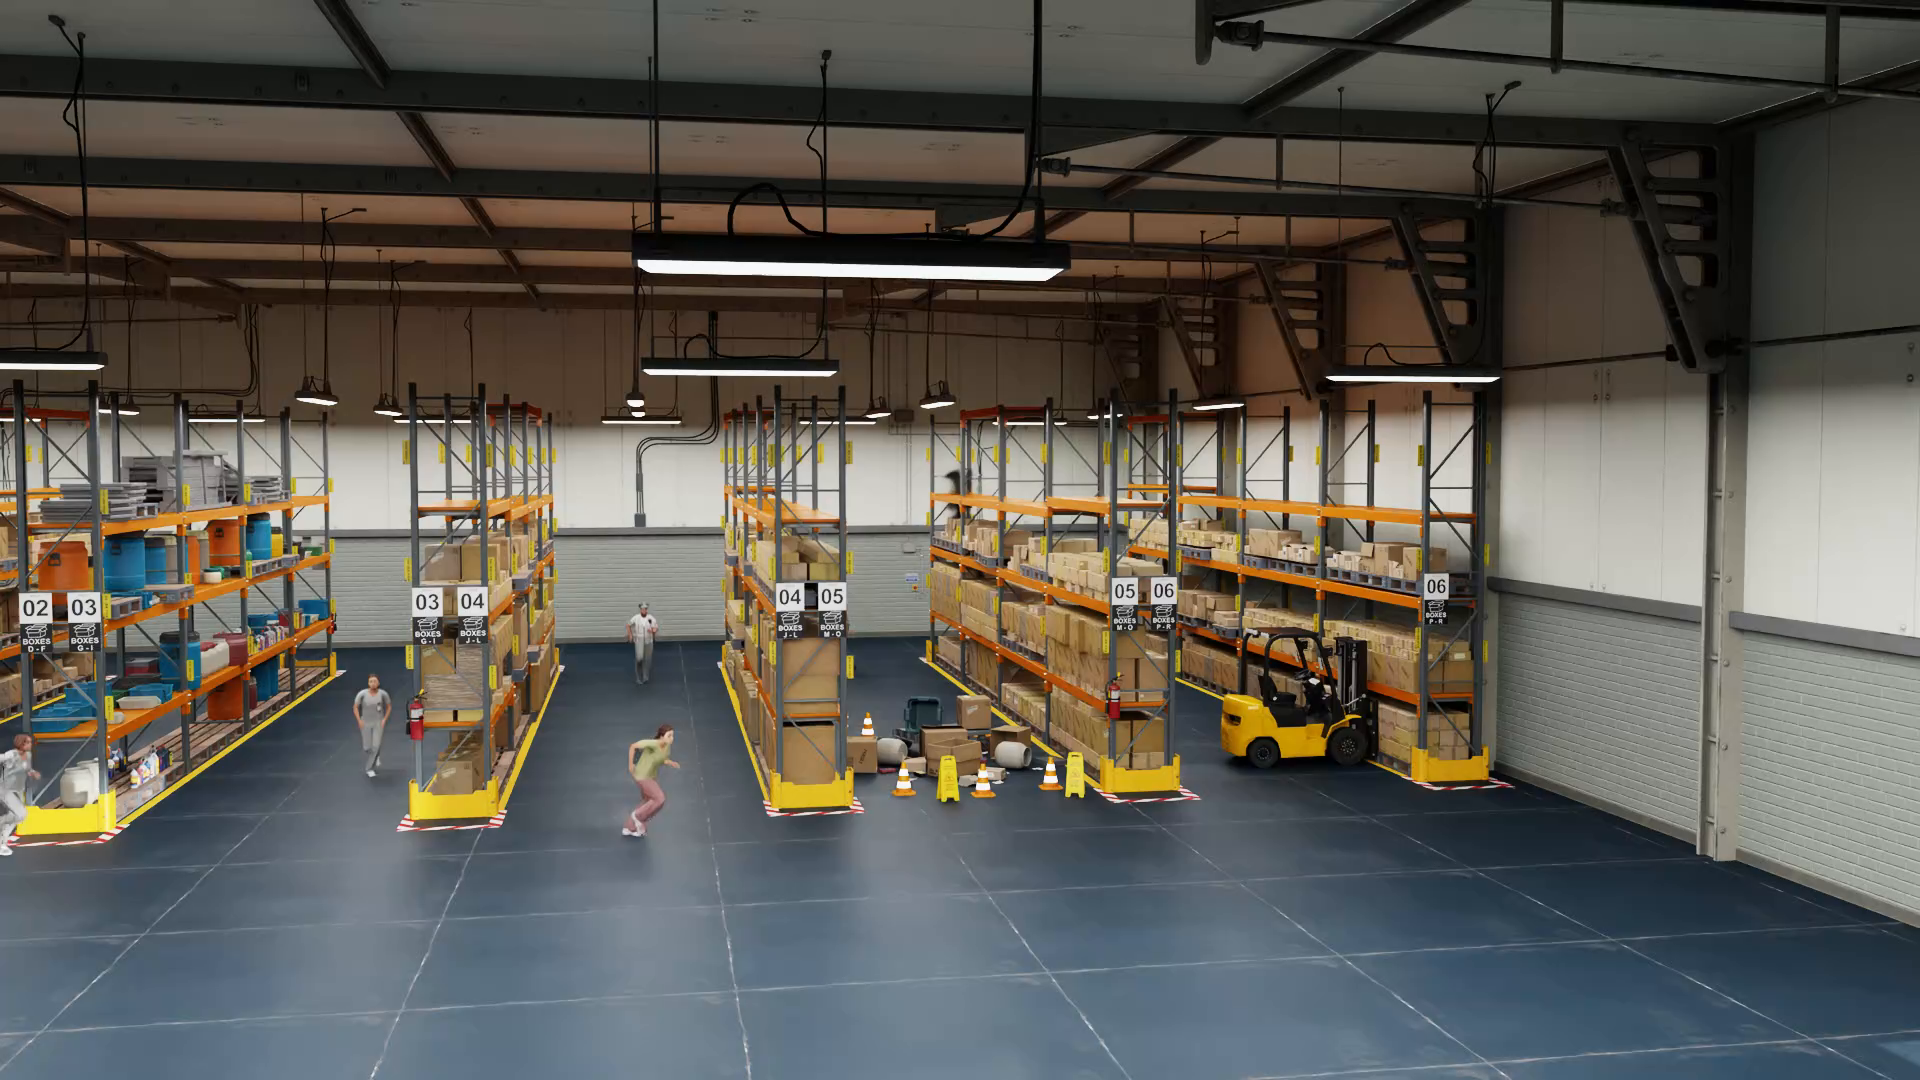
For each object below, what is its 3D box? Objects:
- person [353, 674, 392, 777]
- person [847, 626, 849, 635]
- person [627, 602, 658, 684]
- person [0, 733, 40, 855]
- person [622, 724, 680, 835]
[{"bbox_3d":[-9.200,2.888,26.060,0.561,1.612,0.499,-1,3,-16],"label":"person"},{"bbox_3d":[-2.960,2.244,38.794,0.737,1.634,0.538,0,3,2],"label":"person"},{"bbox_3d":[-6.961,2.275,36.556,0.653,1.819,0.720,-1,3,-17],"label":"person"},{"bbox_3d":[-11.874,3.190,20.885,0.648,1.526,0.542,0,3,9],"label":"person"},{"bbox_3d":[-4.063,3.143,21.702,0.850,1.503,0.609,1,3,23],"label":"person"}]
